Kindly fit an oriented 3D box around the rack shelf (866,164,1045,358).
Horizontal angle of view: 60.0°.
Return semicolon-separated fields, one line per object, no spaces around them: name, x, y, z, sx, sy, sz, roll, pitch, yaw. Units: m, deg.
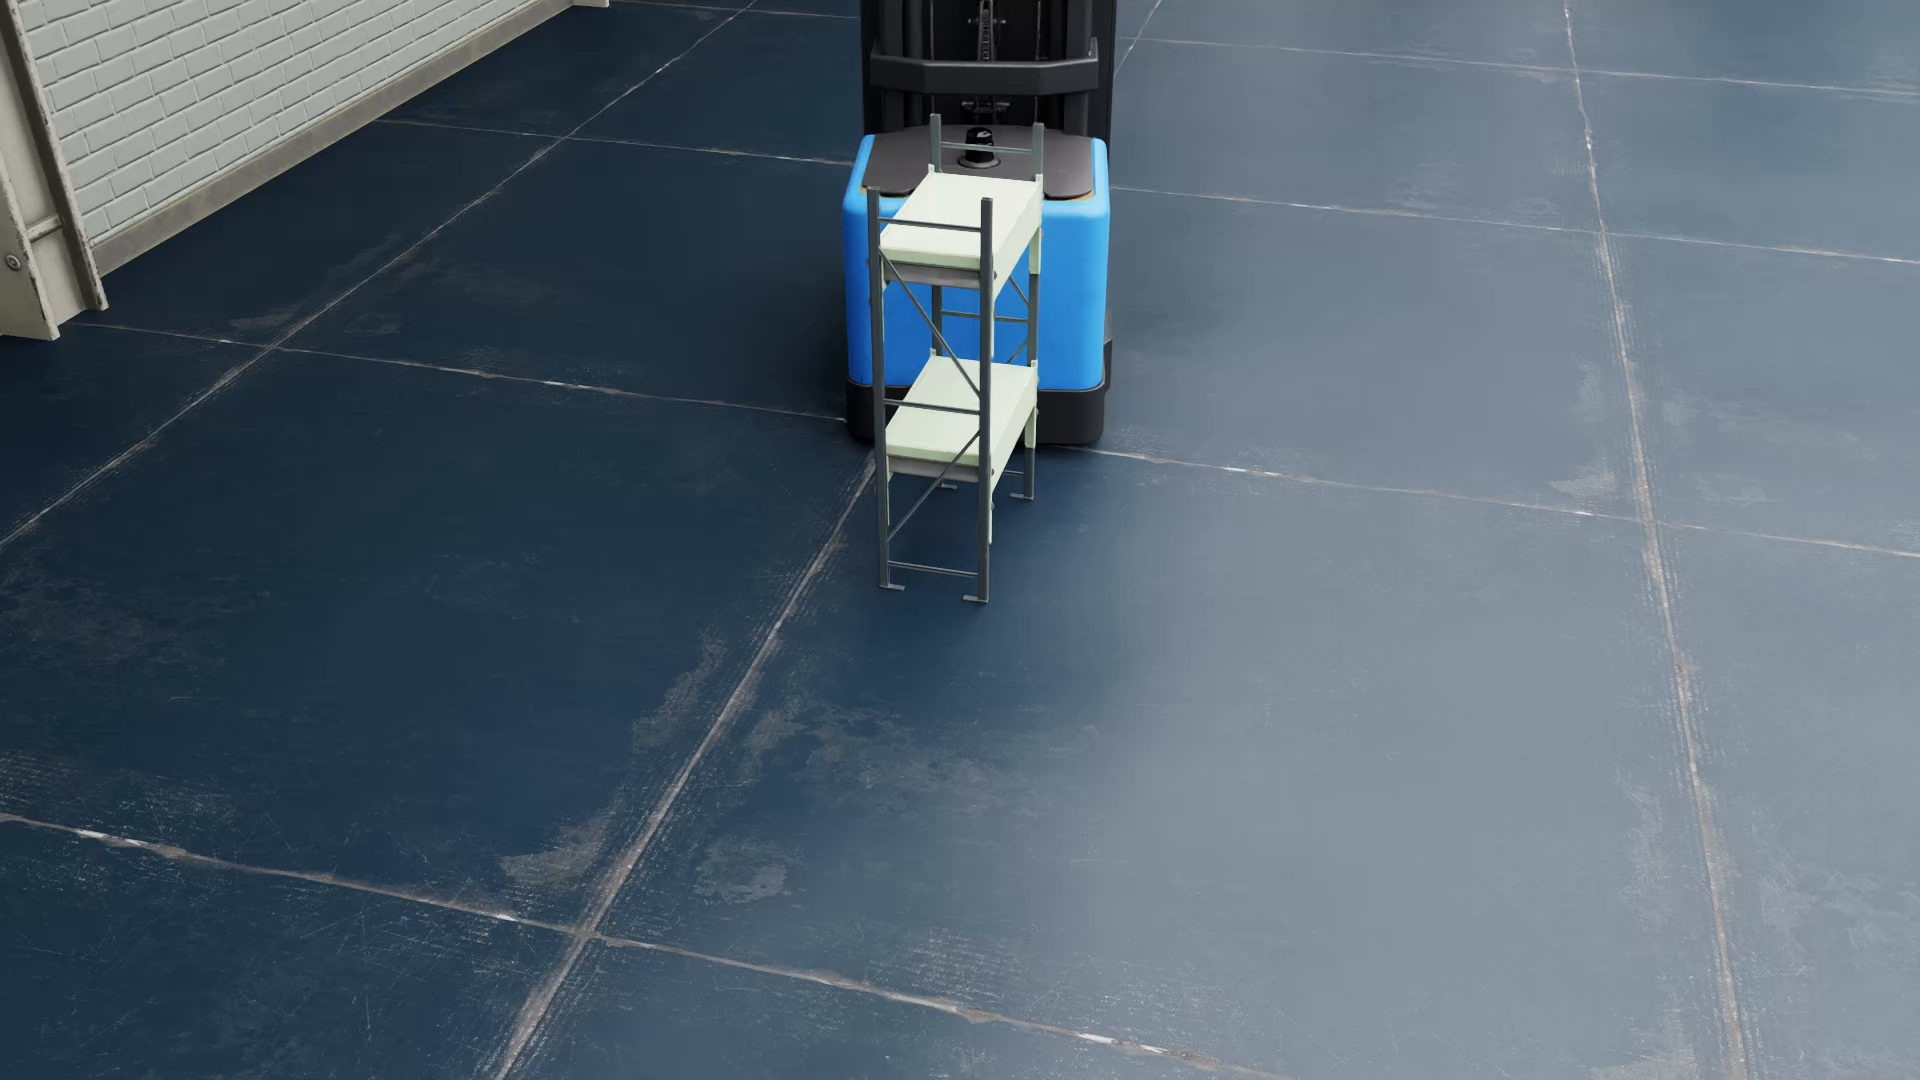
rack shelf;-0.002;-0.959;5.633;0.431;0.370;0.720;8;33;12

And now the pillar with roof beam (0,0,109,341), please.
pillar with roof beam;-0.138;-4.259;4.561;9.100;9.000;0.400;8;33;12

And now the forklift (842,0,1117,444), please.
forklift;0.134;-2.387;7.272;1.130;2.935;3.031;2;32;3

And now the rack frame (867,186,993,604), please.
rack frame;-0.095;-0.440;5.543;0.400;1.500;0.023;8;33;12

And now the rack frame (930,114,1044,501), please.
rack frame;0.091;-0.819;6.141;0.400;1.500;0.023;8;33;12

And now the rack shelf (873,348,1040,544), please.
rack shelf;-0.002;-0.354;6.017;0.431;0.370;0.720;8;33;12

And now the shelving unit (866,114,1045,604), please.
shelving unit;-0.002;-0.629;5.842;0.431;1.500;0.755;8;33;12

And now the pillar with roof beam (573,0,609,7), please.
pillar with roof beam;1.384;-7.372;9.459;9.100;9.000;0.400;8;33;12
